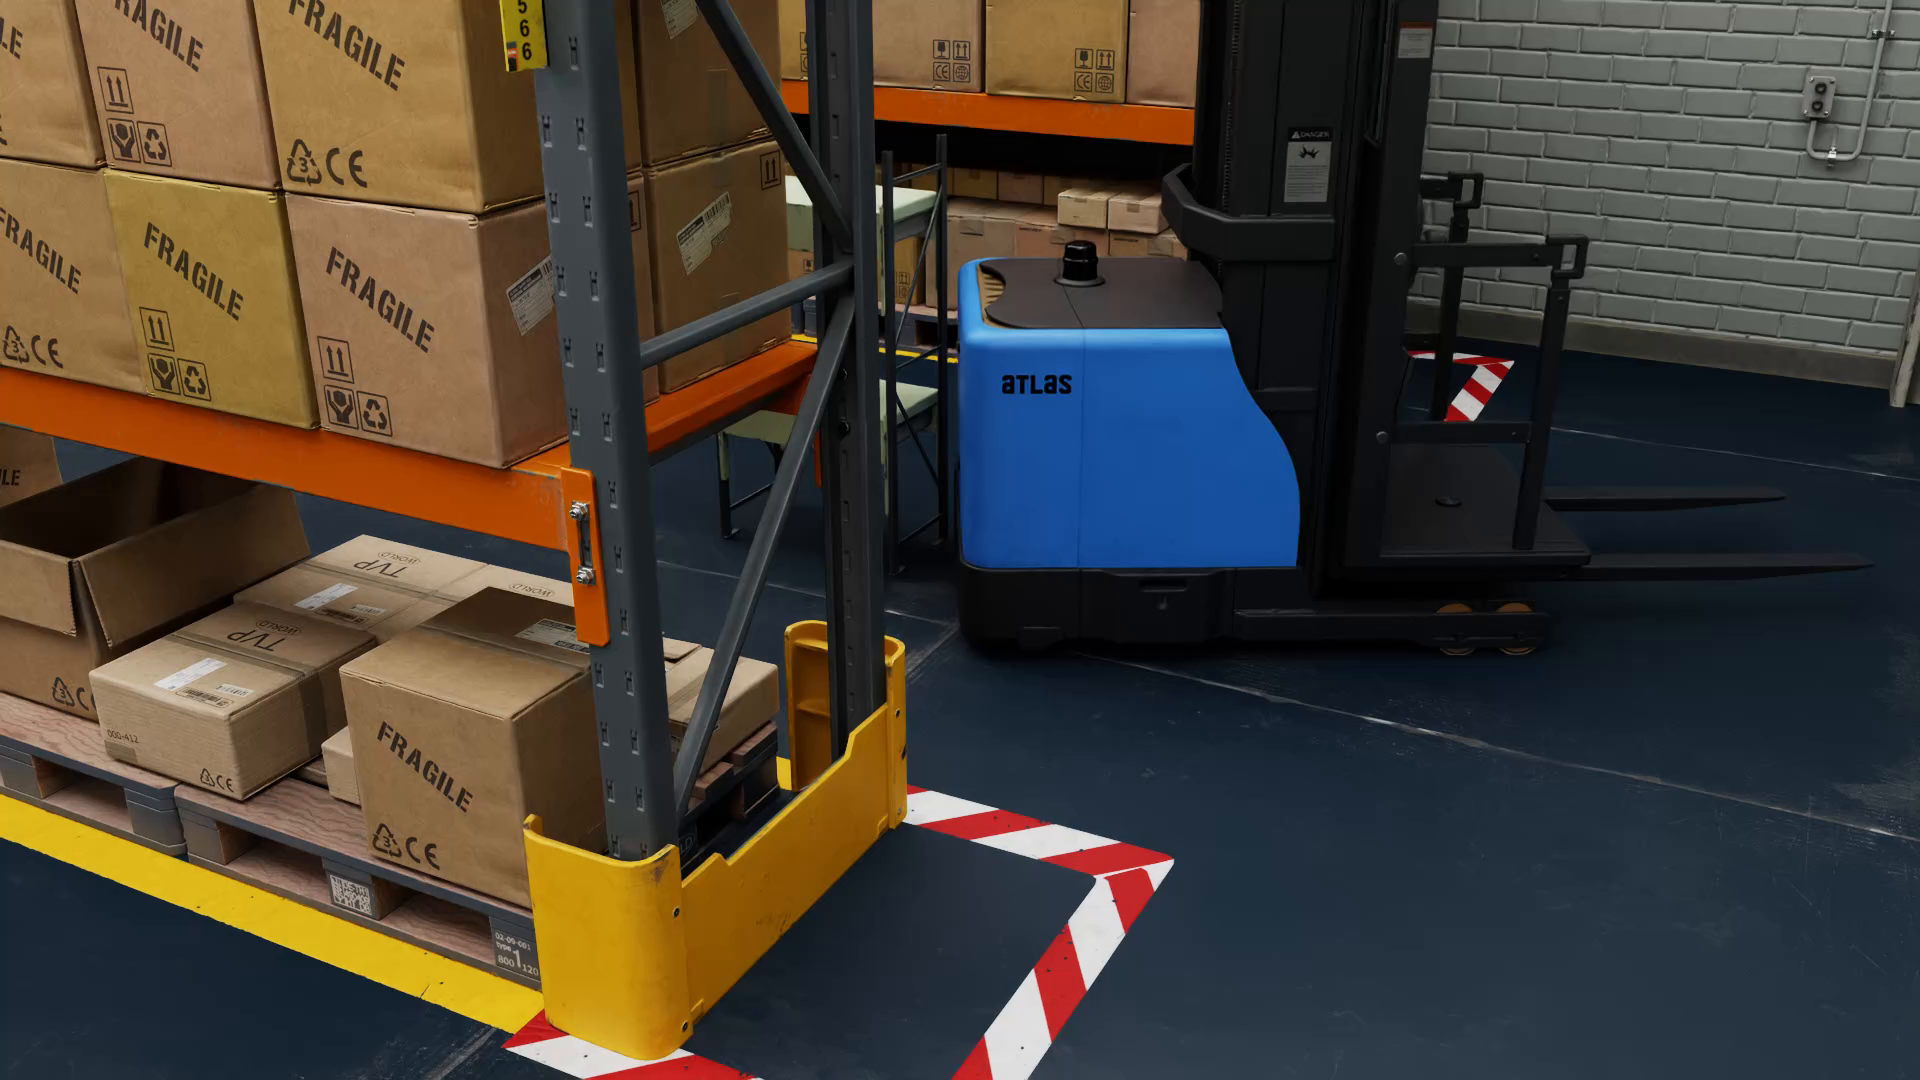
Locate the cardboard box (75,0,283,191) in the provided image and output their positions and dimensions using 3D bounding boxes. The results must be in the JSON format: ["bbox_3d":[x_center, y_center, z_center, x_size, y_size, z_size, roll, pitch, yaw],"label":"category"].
[{"bbox_3d":[-1.442,-1.043,3.464,0.500,0.500,0.500,12,26,26],"label":"cardboard box"}]

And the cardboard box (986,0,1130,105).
[{"bbox_3d":[0.648,-2.545,8.019,0.700,0.700,0.980,11,25,24],"label":"cardboard box"}]

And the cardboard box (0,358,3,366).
[{"bbox_3d":[-2.349,-0.765,4.087,0.500,0.500,0.500,11,25,24],"label":"cardboard box"}]

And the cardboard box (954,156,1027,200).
[{"bbox_3d":[0.162,-1.897,8.707,0.250,0.149,0.380,11,26,25],"label":"cardboard box"}]

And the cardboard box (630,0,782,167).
[{"bbox_3d":[-0.747,-1.142,3.697,0.500,0.500,0.500,12,26,26],"label":"cardboard box"}]

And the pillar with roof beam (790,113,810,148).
[{"bbox_3d":[-2.735,-4.338,4.952,0.400,9.000,9.100,11,25,25],"label":"pillar with roof beam"}]

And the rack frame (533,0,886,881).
[{"bbox_3d":[-0.470,-0.465,3.511,0.127,3.000,1.000,11,25,25],"label":"rack frame"}]

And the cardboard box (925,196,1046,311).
[{"bbox_3d":[0.196,-1.505,8.612,0.500,0.500,0.700,10,25,23],"label":"cardboard box"}]

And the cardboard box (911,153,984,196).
[{"bbox_3d":[-0.064,-1.942,8.812,0.250,0.149,0.380,11,25,24],"label":"cardboard box"}]

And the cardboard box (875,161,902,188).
[{"bbox_3d":[-0.497,-1.860,8.618,0.250,0.149,0.380,10,25,23],"label":"cardboard box"}]

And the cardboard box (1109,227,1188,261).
[{"bbox_3d":[1.092,-1.328,8.196,0.500,0.500,0.700,11,25,25],"label":"cardboard box"}]

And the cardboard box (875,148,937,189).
[{"bbox_3d":[-0.295,-1.987,8.919,0.250,0.149,0.380,11,26,25],"label":"cardboard box"}]

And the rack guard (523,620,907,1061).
[{"bbox_3d":[-0.538,0.672,4.032,0.348,0.500,1.175,11,25,25],"label":"rack guard"}]

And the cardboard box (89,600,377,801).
[{"bbox_3d":[-1.900,0.409,4.406,0.500,0.250,0.500,11,25,25],"label":"cardboard box"}]

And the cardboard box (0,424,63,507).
[{"bbox_3d":[-3.403,-0.222,5.571,0.500,0.500,0.500,11,25,25],"label":"cardboard box"}]

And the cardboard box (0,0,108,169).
[{"bbox_3d":[-1.907,-1.133,3.675,0.500,0.500,0.500,12,26,26],"label":"cardboard box"}]

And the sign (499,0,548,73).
[{"bbox_3d":[-0.738,-0.953,2.775,0.005,0.325,0.100,11,25,25],"label":"sign"}]

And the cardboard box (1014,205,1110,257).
[{"bbox_3d":[0.646,-1.416,8.404,0.500,0.500,0.700,11,25,24],"label":"cardboard box"}]

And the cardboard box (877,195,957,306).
[{"bbox_3d":[-0.283,-1.596,8.828,0.500,0.500,0.700,12,26,26],"label":"cardboard box"}]

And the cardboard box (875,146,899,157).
[{"bbox_3d":[-0.520,-2.032,9.024,0.250,0.149,0.380,10,25,23],"label":"cardboard box"}]

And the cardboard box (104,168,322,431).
[{"bbox_3d":[-1.457,-0.586,3.667,0.500,0.500,0.500,11,26,25],"label":"cardboard box"}]

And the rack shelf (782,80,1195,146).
[{"bbox_3d":[-0.023,-2.218,8.552,4.000,0.370,1.077,11,25,25],"label":"rack shelf"}]

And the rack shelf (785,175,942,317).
[{"bbox_3d":[-0.471,-1.055,5.817,0.720,0.370,0.431,12,26,26],"label":"rack shelf"}]

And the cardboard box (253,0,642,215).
[{"bbox_3d":[-0.991,-0.954,3.255,0.500,0.500,0.500,11,25,24],"label":"cardboard box"}]

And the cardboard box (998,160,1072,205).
[{"bbox_3d":[0.391,-1.852,8.601,0.250,0.149,0.380,12,26,25],"label":"cardboard box"}]

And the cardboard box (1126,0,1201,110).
[{"bbox_3d":[1.302,-2.421,7.726,0.700,0.700,0.980,12,26,27],"label":"cardboard box"}]

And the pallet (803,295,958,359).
[{"bbox_3d":[-0.072,-1.242,8.902,1.213,0.211,1.003,11,25,25],"label":"pallet"}]

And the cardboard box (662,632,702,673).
[{"bbox_3d":[-0.911,0.398,4.539,0.250,0.166,0.380,11,25,25],"label":"cardboard box"}]

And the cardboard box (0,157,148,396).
[{"bbox_3d":[-1.900,-0.676,3.878,0.500,0.500,0.500,11,26,25],"label":"cardboard box"}]

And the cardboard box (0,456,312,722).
[{"bbox_3d":[-2.360,0.105,4.799,0.637,0.503,0.797,11,25,25],"label":"cardboard box"}]

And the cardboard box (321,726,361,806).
[{"bbox_3d":[-1.387,0.523,4.245,0.250,0.166,0.380,11,25,25],"label":"cardboard box"}]

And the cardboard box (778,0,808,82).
[{"bbox_3d":[-0.682,-2.808,8.637,0.700,0.700,0.980,11,25,23],"label":"cardboard box"}]

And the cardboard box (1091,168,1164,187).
[{"bbox_3d":[0.842,-1.763,8.391,0.250,0.149,0.380,11,26,25],"label":"cardboard box"}]

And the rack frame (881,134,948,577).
[{"bbox_3d":[-0.149,-0.628,5.809,0.023,1.500,0.400,12,26,26],"label":"rack frame"}]

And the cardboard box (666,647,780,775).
[{"bbox_3d":[-0.688,0.450,4.439,0.250,0.149,0.380,11,25,25],"label":"cardboard box"}]

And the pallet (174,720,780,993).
[{"bbox_3d":[-1.249,0.664,4.419,1.213,0.211,1.003,11,25,25],"label":"pallet"}]

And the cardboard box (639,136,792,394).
[{"bbox_3d":[-0.747,-0.682,3.892,0.500,0.500,0.500,12,26,26],"label":"cardboard box"}]

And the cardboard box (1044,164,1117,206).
[{"bbox_3d":[0.618,-1.807,8.496,0.250,0.149,0.380,11,26,25],"label":"cardboard box"}]

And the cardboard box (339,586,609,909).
[{"bbox_3d":[-1.066,0.473,3.938,0.500,0.500,0.500,11,25,25],"label":"cardboard box"}]

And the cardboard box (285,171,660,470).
[{"bbox_3d":[-0.992,-0.495,3.454,0.500,0.500,0.500,12,26,26],"label":"cardboard box"}]

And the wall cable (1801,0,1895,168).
[{"bbox_3d":[3.332,-2.768,7.627,1.851,1.984,0.084,11,25,25],"label":"wall cable"}]

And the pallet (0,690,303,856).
[{"bbox_3d":[-2.334,0.448,4.926,1.213,0.211,1.003,11,25,25],"label":"pallet"}]

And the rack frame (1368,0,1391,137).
[{"bbox_3d":[1.762,-2.196,7.581,0.127,3.000,1.000,11,25,25],"label":"rack frame"}]

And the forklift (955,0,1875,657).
[{"bbox_3d":[1.505,-1.182,5.283,3.031,2.935,1.130,0,23,-1],"label":"forklift"}]

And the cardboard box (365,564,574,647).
[{"bbox_3d":[-1.273,0.314,4.629,0.500,0.250,0.500,11,25,25],"label":"cardboard box"}]

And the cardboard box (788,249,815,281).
[{"bbox_3d":[-0.740,-1.688,9.043,0.500,0.500,0.700,11,25,24],"label":"cardboard box"}]

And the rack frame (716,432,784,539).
[{"bbox_3d":[-0.793,-0.764,6.130,0.023,1.500,0.400,12,26,26],"label":"rack frame"}]

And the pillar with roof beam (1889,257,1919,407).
[{"bbox_3d":[2.619,-3.279,2.461,0.400,9.000,9.100,11,25,25],"label":"pillar with roof beam"}]

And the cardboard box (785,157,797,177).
[{"bbox_3d":[-0.963,-1.952,8.835,0.250,0.149,0.380,12,26,26],"label":"cardboard box"}]

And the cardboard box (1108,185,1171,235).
[{"bbox_3d":[0.895,-1.585,7.973,0.250,0.149,0.380,11,25,24],"label":"cardboard box"}]

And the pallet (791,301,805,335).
[{"bbox_3d":[-1.164,-1.457,9.407,1.213,0.211,1.003,11,25,25],"label":"pallet"}]

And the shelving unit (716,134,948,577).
[{"bbox_3d":[-0.471,-0.696,5.970,0.755,1.500,0.431,12,26,26],"label":"shelving unit"}]

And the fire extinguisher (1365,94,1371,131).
[{"bbox_3d":[1.688,-1.801,7.227,0.183,0.674,0.296,11,25,25],"label":"fire extinguisher"}]

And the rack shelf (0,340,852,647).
[{"bbox_3d":[-2.255,-0.487,4.482,4.000,0.370,1.077,11,25,25],"label":"rack shelf"}]

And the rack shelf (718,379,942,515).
[{"bbox_3d":[-0.471,-0.396,6.097,0.720,0.370,0.431,12,26,26],"label":"rack shelf"}]

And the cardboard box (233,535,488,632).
[{"bbox_3d":[-1.719,0.226,4.837,0.500,0.250,0.500,11,25,25],"label":"cardboard box"}]

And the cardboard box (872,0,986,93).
[{"bbox_3d":[-0.028,-2.683,8.343,0.700,0.700,0.980,10,25,22],"label":"cardboard box"}]

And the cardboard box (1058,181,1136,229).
[{"bbox_3d":[0.667,-1.630,8.079,0.250,0.149,0.380,12,26,26],"label":"cardboard box"}]
